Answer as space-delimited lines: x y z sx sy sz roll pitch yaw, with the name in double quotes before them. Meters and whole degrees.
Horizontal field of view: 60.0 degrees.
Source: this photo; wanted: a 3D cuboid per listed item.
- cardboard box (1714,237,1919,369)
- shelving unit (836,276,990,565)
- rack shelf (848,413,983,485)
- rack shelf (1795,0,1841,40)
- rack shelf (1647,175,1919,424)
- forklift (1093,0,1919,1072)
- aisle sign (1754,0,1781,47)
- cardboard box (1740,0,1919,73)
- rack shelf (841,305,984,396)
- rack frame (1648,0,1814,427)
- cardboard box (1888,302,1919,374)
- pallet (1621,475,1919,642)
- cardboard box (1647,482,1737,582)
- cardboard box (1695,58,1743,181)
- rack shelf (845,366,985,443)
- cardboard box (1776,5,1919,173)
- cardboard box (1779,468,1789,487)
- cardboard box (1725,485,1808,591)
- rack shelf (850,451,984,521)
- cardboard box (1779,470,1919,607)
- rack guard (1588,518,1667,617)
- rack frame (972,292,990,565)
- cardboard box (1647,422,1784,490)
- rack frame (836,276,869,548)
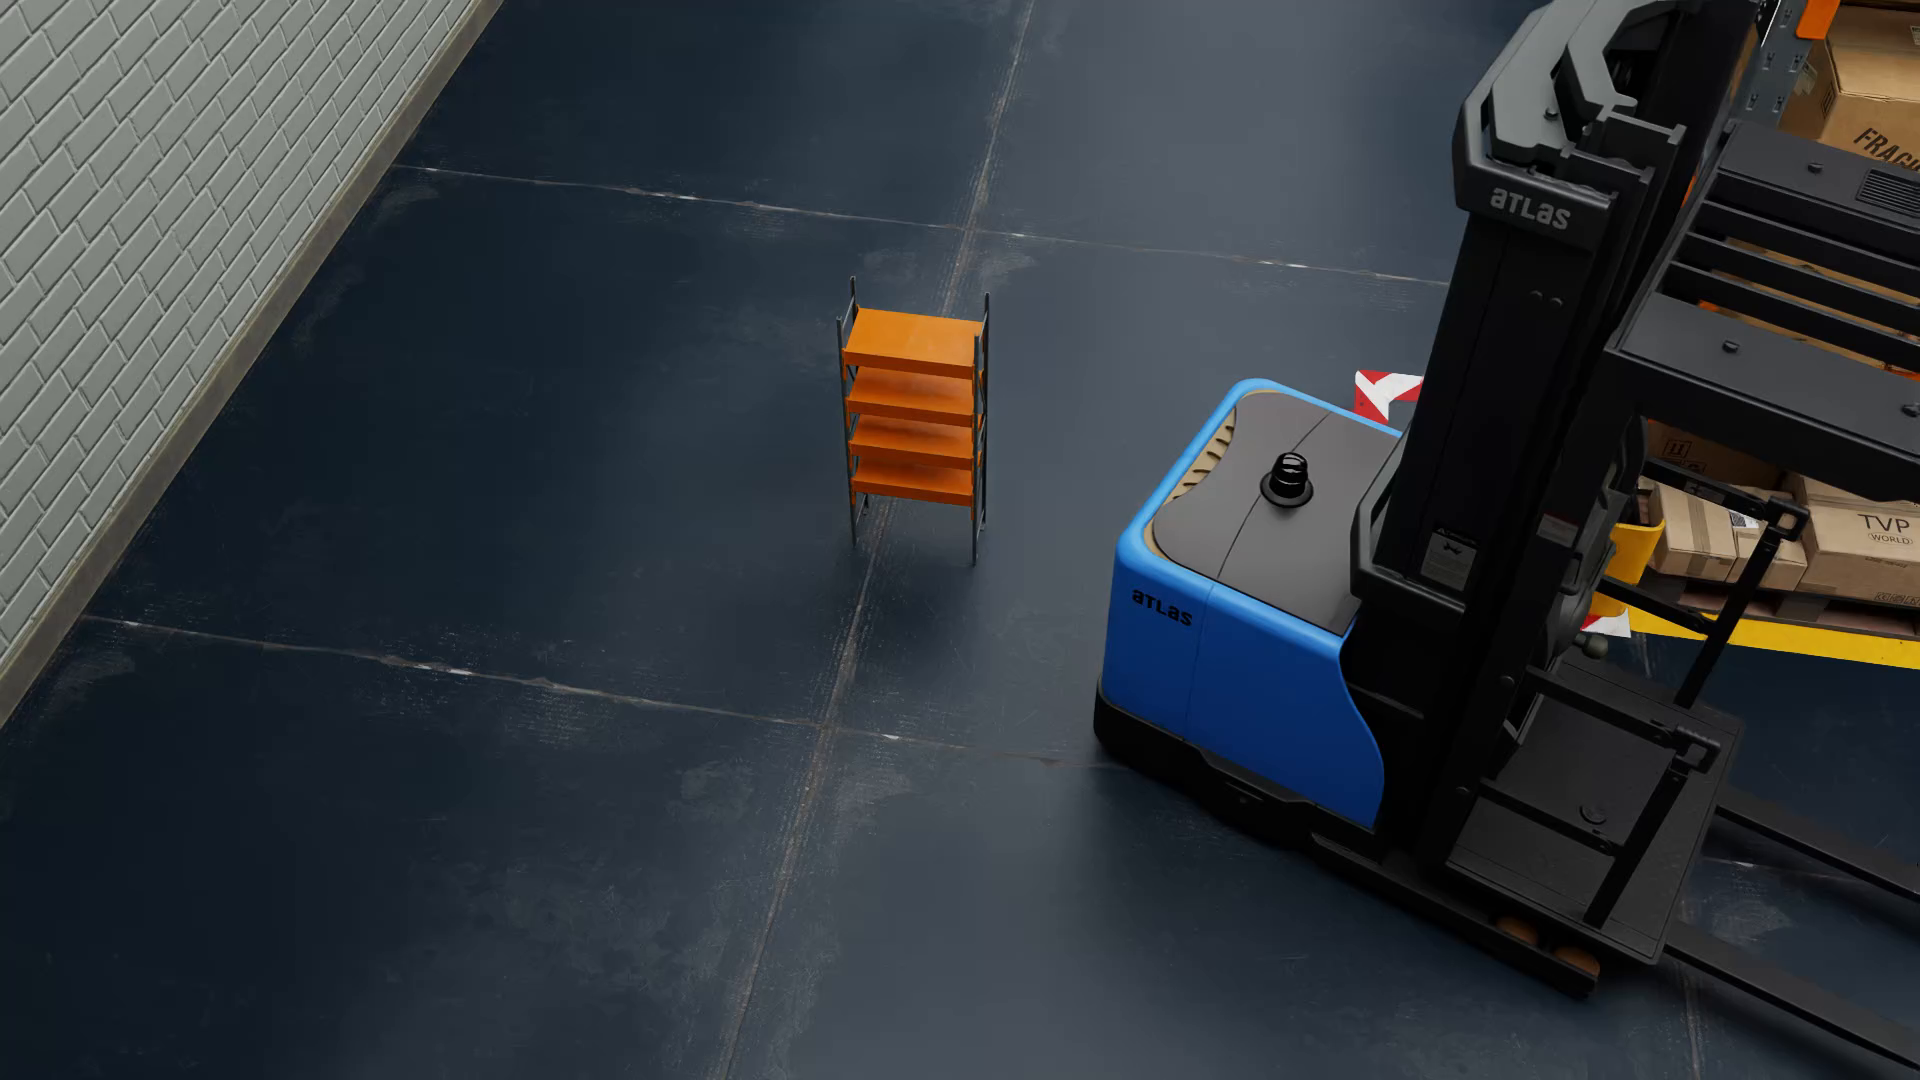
"cardboard box" 2.837 -0.937 5.480 0.500 0.500 0.500 9 49 8
"shelving unit" -0.163 -0.423 6.295 0.503 1.200 0.258 8 49 7
"rack shelf" -0.163 -0.378 6.345 0.480 0.148 0.258 8 49 7
"rack shelf" 4.415 -1.653 4.658 4.000 0.370 1.077 8 49 7
"rack shelf" 4.415 -0.650 5.773 4.000 0.370 1.077 8 49 7
"forklift" 2.004 0.033 4.722 3.031 2.935 1.130 25 53 21
"aisle sign" 2.327 -1.818 4.591 0.004 0.787 0.394 8 49 7
"cardboard box" 2.934 -1.665 5.462 0.500 0.500 0.500 7 48 6
"rack shelf" -0.163 -0.686 6.003 0.480 0.148 0.258 8 49 7
"rack frame" 2.447 -1.155 5.743 0.127 3.000 1.000 8 49 7
"cardboard box" 3.345 -0.873 5.422 0.500 0.500 0.500 7 48 6
"pallet" 3.306 -0.108 6.678 1.213 0.211 1.003 8 49 7
"cardboard box" 2.798 -0.043 6.364 0.250 0.149 0.380 8 49 7
"cardboard box" 2.936 -1.329 5.832 0.500 0.500 0.500 9 49 8
"rack shelf" -0.163 -0.527 6.179 0.480 0.148 0.258 8 49 7
"cardboard box" 2.837 -1.271 5.108 0.500 0.500 0.500 9 49 8
"cardboard box" 3.408 -0.344 6.624 0.250 0.166 0.380 8 49 7
"cardboard box" 3.044 -0.015 6.328 0.250 0.166 0.380 8 49 7
"rack shelf" -0.163 -0.245 6.493 0.480 0.148 0.258 8 49 7
"cardboard box" 3.424 -0.038 6.292 0.500 0.250 0.500 8 49 7
"rack guard" 2.522 -0.310 6.664 0.348 0.500 1.175 8 49 7
"rack frame" 0.077 -0.391 6.266 0.015 1.200 0.240 8 49 7
"cardboard box" 3.026 -0.575 6.607 0.500 0.500 0.500 8 49 7
"rack frame" -0.403 -0.455 6.324 0.015 1.200 0.240 8 49 7
